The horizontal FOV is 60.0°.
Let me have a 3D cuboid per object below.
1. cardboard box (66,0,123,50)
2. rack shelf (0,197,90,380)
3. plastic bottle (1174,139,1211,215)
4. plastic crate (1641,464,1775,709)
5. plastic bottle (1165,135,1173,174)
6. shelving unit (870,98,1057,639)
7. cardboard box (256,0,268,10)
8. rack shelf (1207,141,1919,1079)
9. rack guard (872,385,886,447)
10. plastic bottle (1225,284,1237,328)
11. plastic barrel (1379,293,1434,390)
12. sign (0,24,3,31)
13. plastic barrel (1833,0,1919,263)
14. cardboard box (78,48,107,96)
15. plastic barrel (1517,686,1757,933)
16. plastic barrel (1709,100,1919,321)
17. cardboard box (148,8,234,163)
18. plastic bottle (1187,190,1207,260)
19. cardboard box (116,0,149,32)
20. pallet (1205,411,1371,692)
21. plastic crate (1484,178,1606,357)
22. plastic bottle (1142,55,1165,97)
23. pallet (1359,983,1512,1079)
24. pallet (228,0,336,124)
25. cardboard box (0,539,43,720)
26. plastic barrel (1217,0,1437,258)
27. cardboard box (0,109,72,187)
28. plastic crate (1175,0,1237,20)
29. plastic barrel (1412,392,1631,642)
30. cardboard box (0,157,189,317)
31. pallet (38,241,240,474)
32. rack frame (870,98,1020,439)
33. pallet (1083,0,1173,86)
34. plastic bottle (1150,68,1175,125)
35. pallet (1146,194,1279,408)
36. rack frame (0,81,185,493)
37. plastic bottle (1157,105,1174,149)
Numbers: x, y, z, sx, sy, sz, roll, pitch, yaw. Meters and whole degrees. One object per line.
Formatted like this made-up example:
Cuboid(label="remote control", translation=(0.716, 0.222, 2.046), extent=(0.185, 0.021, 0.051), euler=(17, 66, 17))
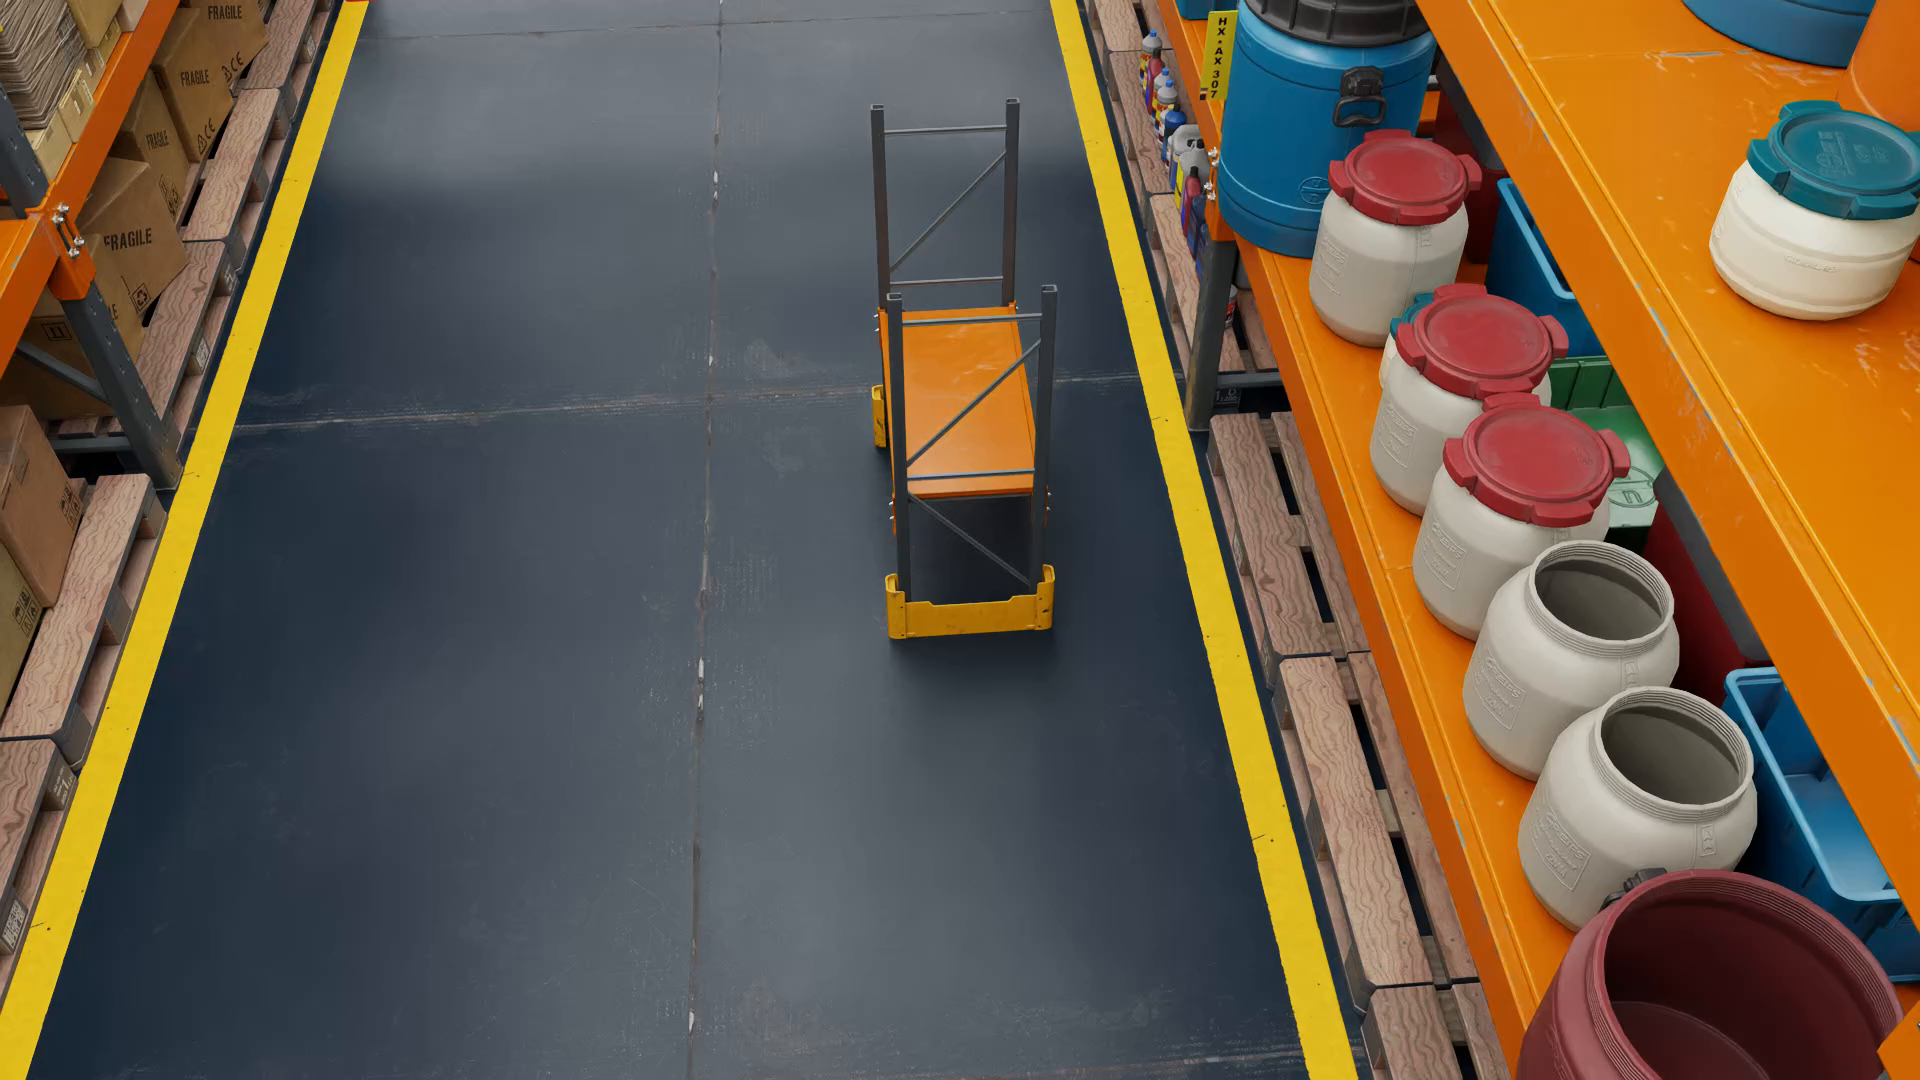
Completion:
Cuboid(label="cardboard box", translation=(-3.511, -2.061, 5.862), extent=(0.875, 0.500, 0.500), euler=(-3, 47, -3))
Cuboid(label="rack shelf", translation=(-3.361, 0.463, 4.241), extent=(1.077, 0.370, 4.000), euler=(-3, 47, -3))
Cuboid(label="plastic bottle", translation=(1.023, -1.594, 7.215), extent=(0.144, 0.351, 0.185), euler=(-4, 47, -4))
Cuboid(label="plastic crate", translation=(1.911, 0.152, 3.996), extent=(0.402, 0.464, 0.583), euler=(-3, 47, -3))
Cuboid(label="plastic bottle", translation=(0.976, -1.744, 7.460), extent=(0.097, 0.201, 0.097), euler=(0, 47, 0))
Cuboid(label="shelving unit", translation=(-0.006, -0.571, 5.758), extent=(0.587, 1.500, 1.083), euler=(-3, 47, -3))
Cuboid(label="cardboard box", translation=(-3.828, -2.957, 8.417), extent=(0.500, 0.500, 0.500), euler=(4, 47, 4))
Cuboid(label="rack shelf", translation=(1.574, 0.162, 4.526), extent=(1.077, 0.370, 4.000), euler=(-3, 47, -3))
Cuboid(label="rack guard", translation=(-0.048, -0.501, 6.553), extent=(0.587, 0.250, 0.087), euler=(-3, 47, -3))
Cuboid(label="plastic bottle", translation=(1.066, -0.965, 6.722), extent=(0.097, 0.201, 0.097), euler=(0, 47, 0))
Cuboid(label="plastic barrel", translation=(1.365, -0.518, 4.770), extent=(0.301, 0.262, 0.301), euler=(0, 47, 0))
Cuboid(label="sign", translation=(-2.976, -1.666, 4.964), extent=(0.100, 0.325, 0.005), euler=(-3, 47, -3))
Cuboid(label="plastic barrel", translation=(1.835, -0.898, 2.673), extent=(0.600, 0.830, 0.708), euler=(-3, 47, -3))
Cuboid(label="cardboard box", translation=(-3.303, -1.680, 5.948), extent=(0.380, 0.149, 0.250), euler=(-3, 47, -3))
Cuboid(label="plastic barrel", translation=(1.443, 0.592, 3.546), extent=(0.421, 0.512, 0.421), euler=(0, 47, 0))
Cuboid(label="plastic barrel", translation=(1.403, -0.528, 2.714), extent=(0.301, 0.262, 0.301), euler=(0, 47, 0))
Cuboid(label="cardboard box", translation=(-3.710, -2.073, 7.580), extent=(0.500, 0.500, 0.500), euler=(0, 47, 0))
Cuboid(label="plastic bottle", translation=(1.050, -1.360, 6.994), extent=(0.144, 0.351, 0.185), euler=(-6, 47, -5))
Cuboid(label="cardboard box", translation=(-3.314, -2.043, 6.292), extent=(0.380, 0.149, 0.250), euler=(-3, 47, -3))
Cuboid(label="pallet", translation=(1.511, -0.008, 6.112), extent=(1.003, 0.211, 1.213), euler=(-3, 47, -3))
Cuboid(label="plastic crate", translation=(1.809, -0.748, 4.903), extent=(0.392, 0.384, 0.575), euler=(-3, 47, -3))
Cuboid(label="plastic bottle", translation=(0.922, -2.210, 7.901), extent=(0.097, 0.201, 0.097), euler=(0, 47, 0))
Cuboid(label="pallet", translation=(1.716, 1.758, 4.440), extent=(1.003, 0.211, 1.213), euler=(-3, 47, -3))
Cuboid(label="pallet", translation=(-3.824, -2.522, 8.493), extent=(1.003, 0.211, 1.213), euler=(-3, 47, -3))
Cuboid(label="cardboard box", translation=(-3.478, 0.269, 5.348), extent=(0.700, 0.500, 0.500), euler=(-4, 47, -4))
Cuboid(label="plastic barrel", translation=(1.137, -1.407, 5.171), extent=(0.600, 0.901, 0.708), euler=(-3, 47, -3))
Cuboid(label="cardboard box", translation=(-3.247, -1.319, 5.606), extent=(0.380, 0.149, 0.250), euler=(-3, 47, -3))
Cuboid(label="plastic crate", translation=(1.044, -2.265, 6.432), extent=(0.499, 0.251, 0.616), euler=(-3, 47, -3))
Cuboid(label="plastic barrel", translation=(1.366, -0.030, 4.119), extent=(0.433, 0.535, 0.433), euler=(0, 47, 0))
Cuboid(label="cardboard box", translation=(-3.578, -1.222, 6.774), extent=(0.500, 0.500, 0.500), euler=(10, 47, 9))
Cuboid(label="pallet", translation=(-3.620, -0.756, 6.821), extent=(1.003, 0.211, 1.213), euler=(-3, 47, -3))
Cuboid(label="rack frame", translation=(-0.050, -0.945, 6.112), extent=(0.500, 1.500, 0.032), euler=(-3, 47, -3))
Cuboid(label="pallet", translation=(1.188, -2.827, 8.782), extent=(1.003, 0.211, 1.213), euler=(-3, 47, -3))
Cuboid(label="plastic bottle", translation=(0.942, -2.061, 7.712), extent=(0.097, 0.271, 0.097), euler=(0, 47, 0))
Cuboid(label="pallet", translation=(1.392, -1.062, 7.110), extent=(1.003, 0.211, 1.213), euler=(-3, 47, -3))
Cuboid(label="rack frame", translation=(-3.529, -1.231, 5.350), extent=(1.000, 3.000, 0.127), euler=(-3, 47, -3))
Cuboid(label="plastic bottle", translation=(0.959, -1.893, 7.601), extent=(0.097, 0.201, 0.097), euler=(0, 47, 0))
